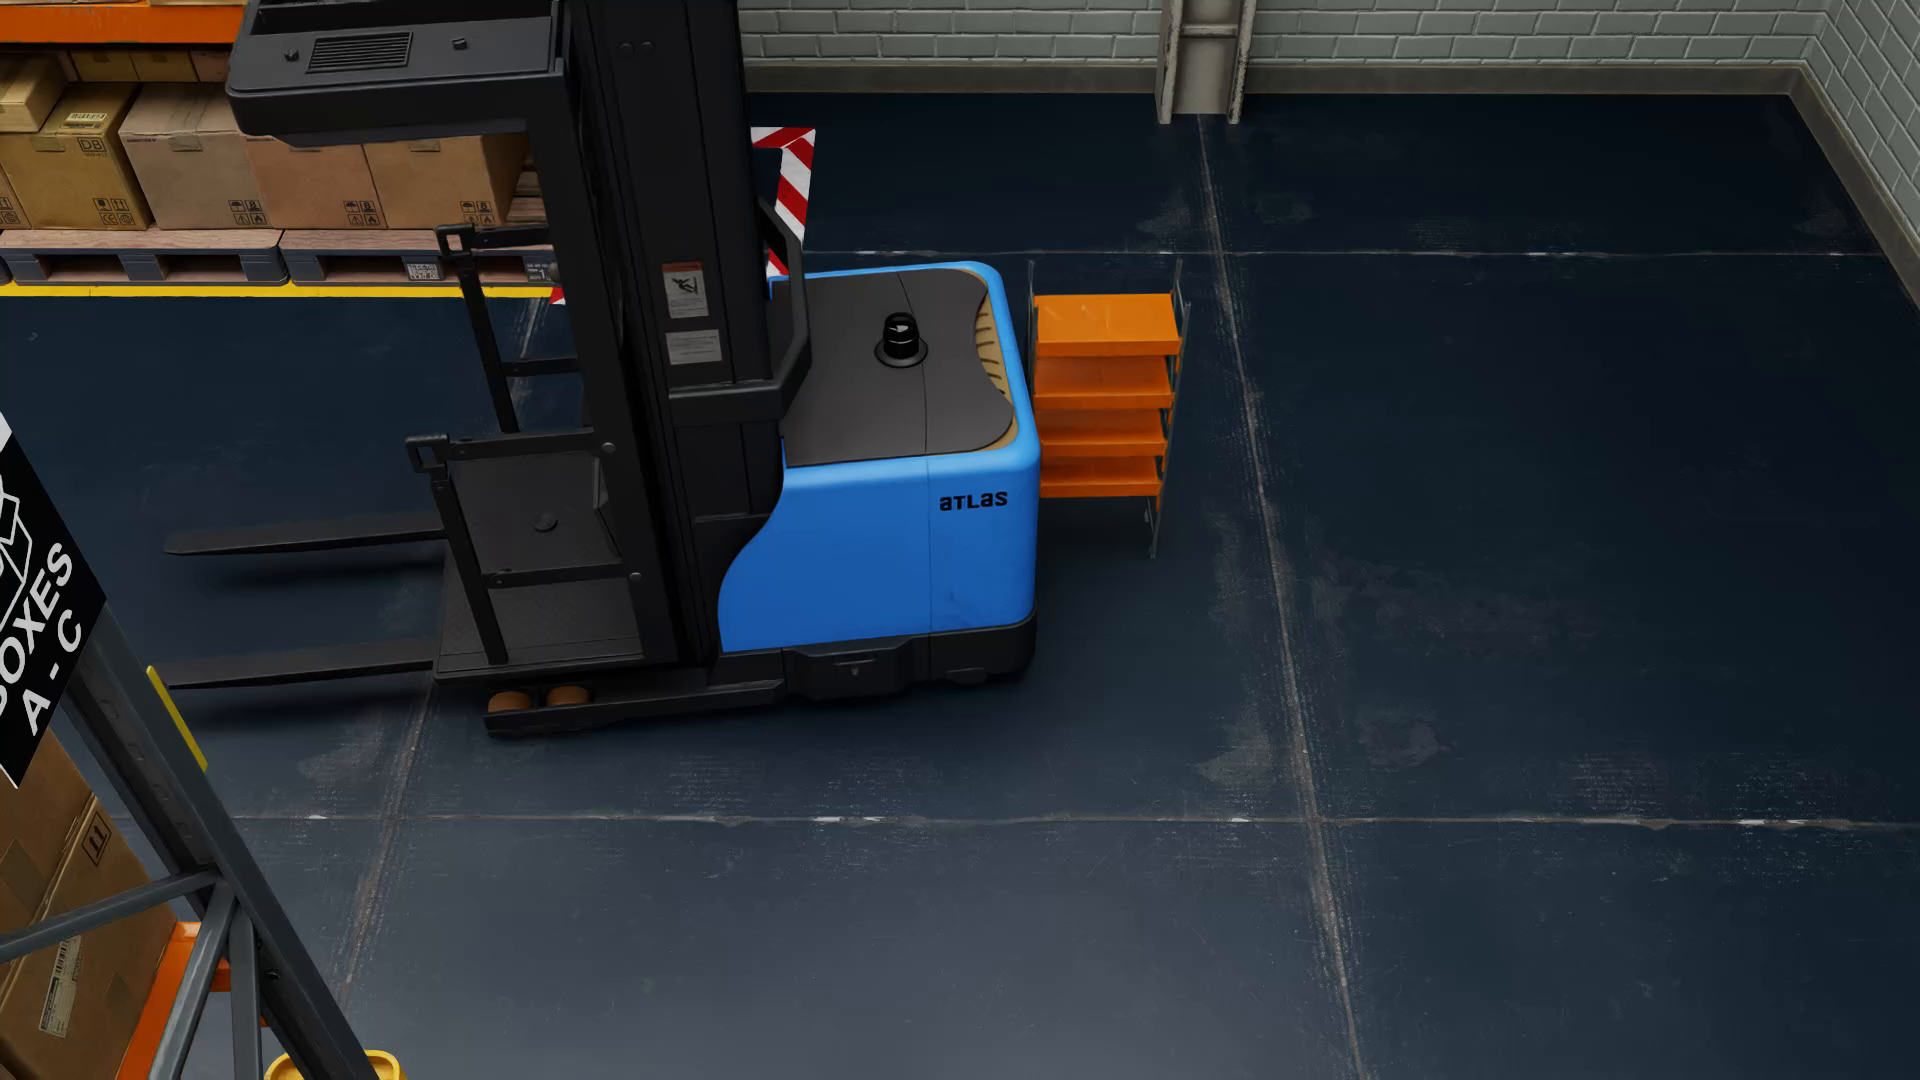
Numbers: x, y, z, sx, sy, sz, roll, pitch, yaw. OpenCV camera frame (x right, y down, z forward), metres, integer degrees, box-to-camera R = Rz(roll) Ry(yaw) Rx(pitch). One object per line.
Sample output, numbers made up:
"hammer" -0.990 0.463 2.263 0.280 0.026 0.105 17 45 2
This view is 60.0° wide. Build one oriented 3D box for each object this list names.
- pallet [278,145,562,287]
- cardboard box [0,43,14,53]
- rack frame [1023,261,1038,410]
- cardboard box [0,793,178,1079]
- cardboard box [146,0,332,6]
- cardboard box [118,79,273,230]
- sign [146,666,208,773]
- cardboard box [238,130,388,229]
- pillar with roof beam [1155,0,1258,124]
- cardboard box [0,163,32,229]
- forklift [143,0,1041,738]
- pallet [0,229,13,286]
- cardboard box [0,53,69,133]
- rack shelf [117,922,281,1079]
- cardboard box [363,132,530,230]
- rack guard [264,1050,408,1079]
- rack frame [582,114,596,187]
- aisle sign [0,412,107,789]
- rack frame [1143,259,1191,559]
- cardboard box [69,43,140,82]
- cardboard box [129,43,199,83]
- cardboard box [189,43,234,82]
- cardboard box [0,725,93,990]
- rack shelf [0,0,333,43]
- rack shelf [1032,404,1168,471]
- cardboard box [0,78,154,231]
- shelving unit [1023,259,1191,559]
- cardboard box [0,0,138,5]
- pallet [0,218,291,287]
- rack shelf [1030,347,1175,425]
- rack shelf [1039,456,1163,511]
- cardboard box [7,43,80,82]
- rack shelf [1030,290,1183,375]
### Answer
"pallet" -2.329 -1.544 7.543 1.213 0.211 1.003 0 47 0
"cardboard box" -4.135 -2.141 7.171 0.250 0.149 0.380 -1 47 -1
"rack frame" 0.231 -0.418 5.812 0.015 1.200 0.240 -1 47 -2
"cardboard box" -1.986 0.849 3.343 0.500 0.500 0.500 1 47 1
"cardboard box" -2.766 -2.639 6.452 0.700 0.700 0.980 0 47 0
"cardboard box" -3.232 -1.771 7.270 0.500 0.500 0.700 -1 47 -1
"sign" -1.542 0.385 3.251 0.005 0.325 0.100 0 47 0
"cardboard box" -2.729 -1.771 7.270 0.500 0.500 0.700 0 47 0
"pillar with roof beam" 1.159 -2.068 2.027 0.400 9.000 9.100 0 47 0
"cardboard box" -4.279 -1.771 7.270 0.500 0.500 0.700 0 47 0
"forklift" -1.295 -0.745 4.941 3.031 2.935 1.130 -5 47 -5
"pallet" -4.769 -1.551 7.549 1.213 0.211 1.003 0 47 0
"cardboard box" -3.917 -1.860 6.909 0.250 0.149 0.380 -1 47 -1
"rack shelf" -3.543 1.317 3.467 4.000 0.370 1.077 0 47 0
"cardboard box" -2.229 -1.769 7.268 0.500 0.500 0.700 0 47 0
"rack guard" -1.619 1.928 4.114 0.348 0.500 1.175 0 47 0
"rack frame" -1.529 -2.549 6.573 0.127 3.000 1.000 0 47 0
"aisle sign" -1.474 -0.024 2.447 0.004 0.787 0.394 0 47 0
"rack frame" 0.719 -0.428 5.828 0.015 1.200 0.240 -1 47 -2
"cardboard box" -3.624 -2.139 7.170 0.250 0.149 0.380 -1 47 -1
"cardboard box" -3.371 -2.138 7.169 0.250 0.149 0.380 1 47 1
"cardboard box" -3.115 -2.138 7.169 0.250 0.149 0.380 1 47 1
"cardboard box" -1.986 0.508 2.977 0.500 0.500 0.500 1 47 1
"rack shelf" -3.529 -2.309 6.842 4.000 0.370 1.077 0 47 0
"rack shelf" 0.474 -0.377 5.869 0.480 0.148 0.258 -1 47 -2
"cardboard box" -3.766 -1.767 7.267 0.500 0.500 0.700 1 47 1
"shelving unit" 0.475 -0.423 5.820 0.503 1.200 0.258 -1 47 -2
"cardboard box" -3.529 -2.648 6.461 0.700 0.700 0.980 -2 47 -2
"pallet" -3.545 -1.549 7.548 1.213 0.211 1.003 0 47 0
"rack shelf" 0.477 -0.529 5.706 0.480 0.148 0.258 -1 47 -2
"rack shelf" 0.472 -0.242 6.014 0.480 0.148 0.258 -1 47 -2
"cardboard box" -3.882 -2.140 7.170 0.250 0.149 0.380 1 47 1
"rack shelf" 0.479 -0.691 5.532 0.480 0.148 0.258 -1 47 -2
